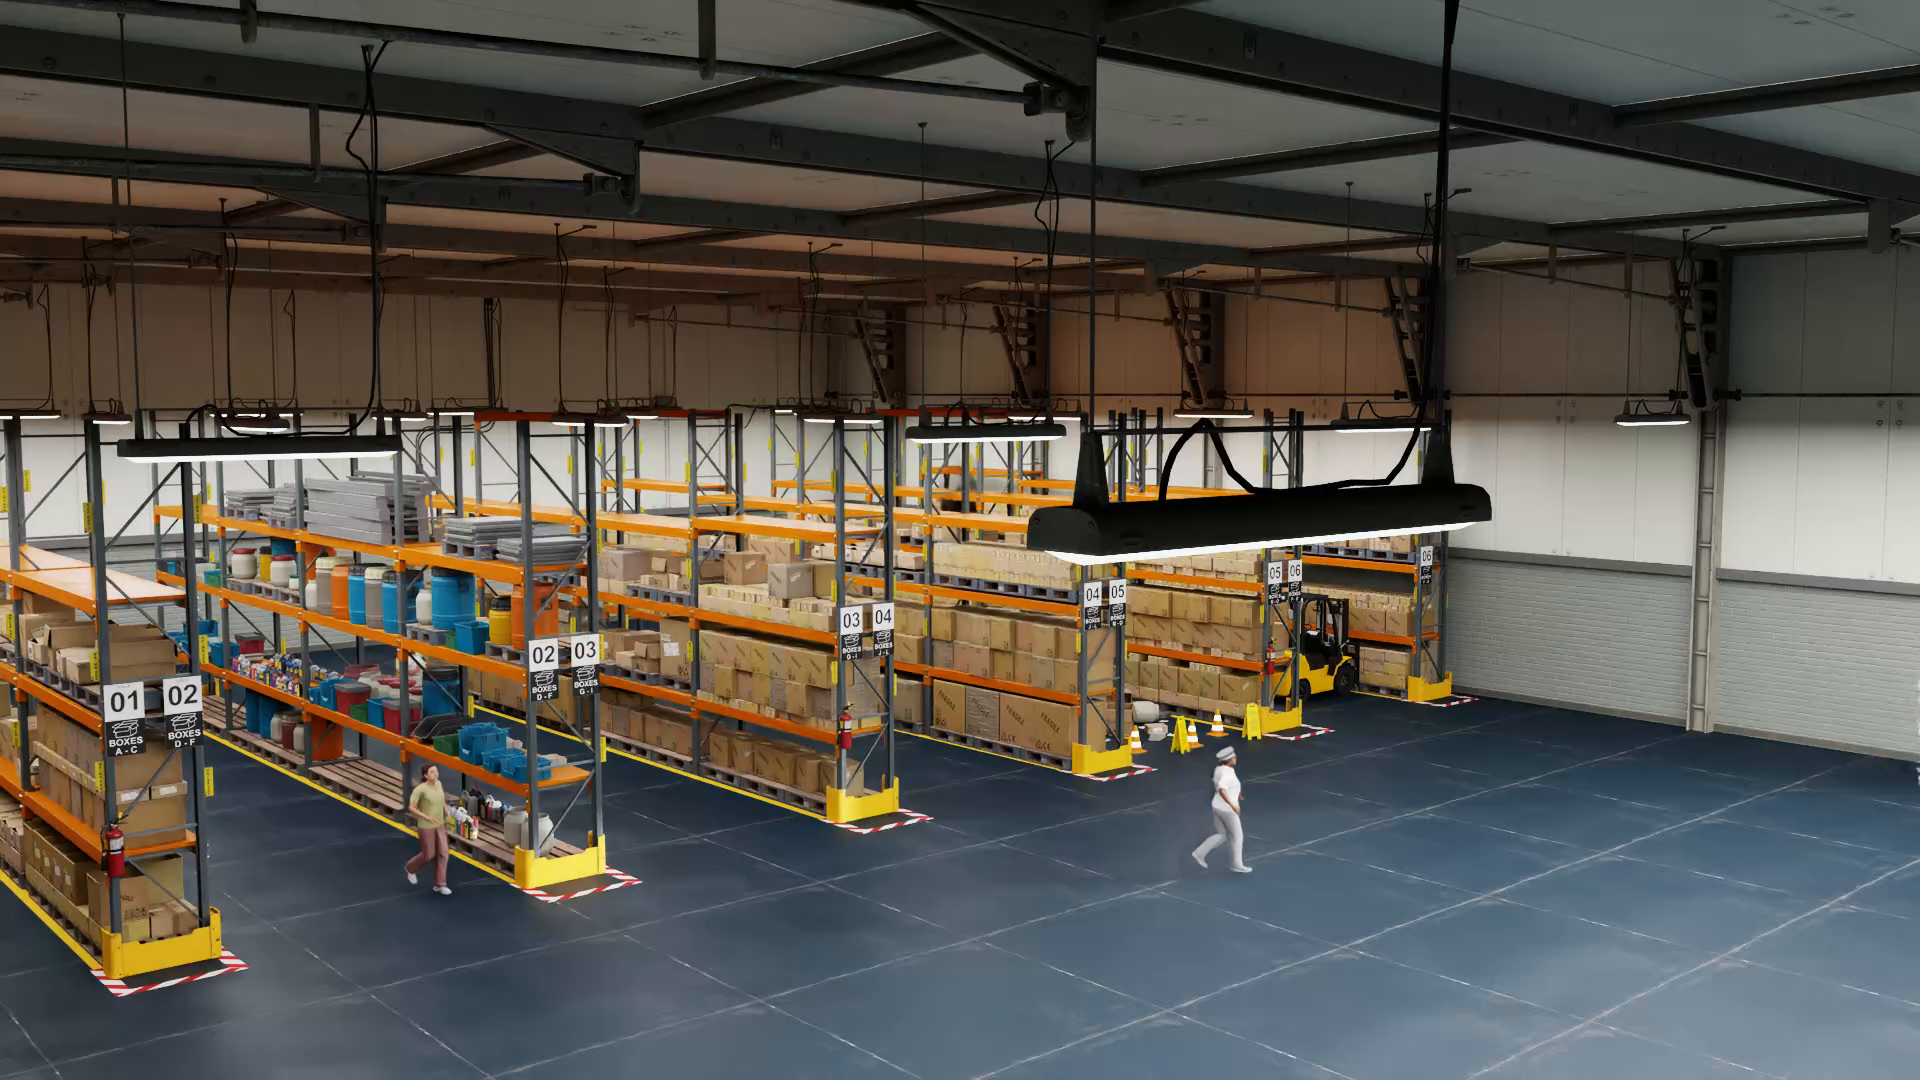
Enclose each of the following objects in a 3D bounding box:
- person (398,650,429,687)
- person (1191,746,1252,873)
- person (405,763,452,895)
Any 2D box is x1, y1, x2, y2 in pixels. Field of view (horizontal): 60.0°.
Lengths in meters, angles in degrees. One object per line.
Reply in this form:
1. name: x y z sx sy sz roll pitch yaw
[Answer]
1. person: -10.180 2.699 31.037 0.987 1.768 0.662 4 6 39
2. person: 3.485 3.562 21.924 0.780 1.684 0.597 -1 5 -12
3. person: -6.762 3.651 21.188 0.771 1.668 0.602 3 6 33
